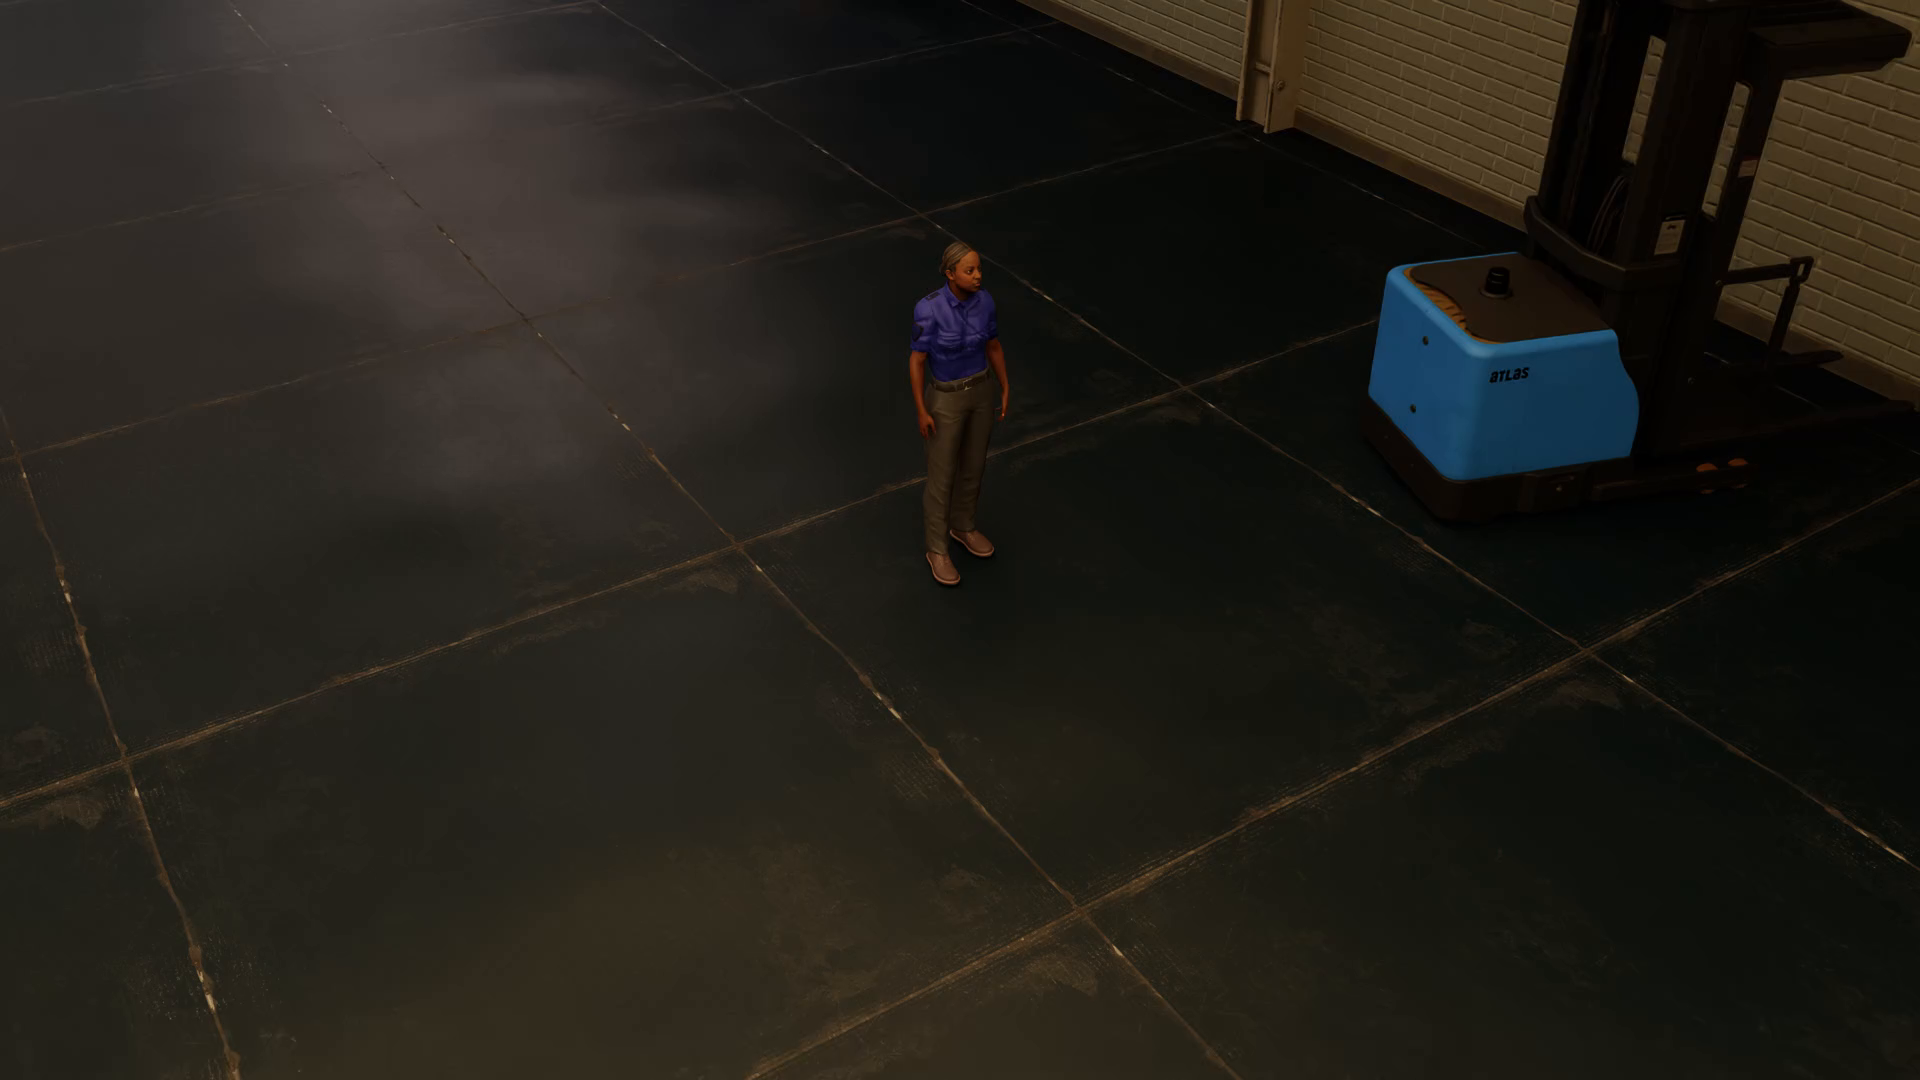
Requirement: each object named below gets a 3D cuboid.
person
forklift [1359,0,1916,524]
[{"bbox_3d":[0.032,-0.634,8.149,0.570,1.656,0.503,-21,40,-27],"label":"person"},{"bbox_3d":[3.849,-1.737,8.620,3.031,2.935,1.130,-8,36,-12],"label":"forklift"}]
